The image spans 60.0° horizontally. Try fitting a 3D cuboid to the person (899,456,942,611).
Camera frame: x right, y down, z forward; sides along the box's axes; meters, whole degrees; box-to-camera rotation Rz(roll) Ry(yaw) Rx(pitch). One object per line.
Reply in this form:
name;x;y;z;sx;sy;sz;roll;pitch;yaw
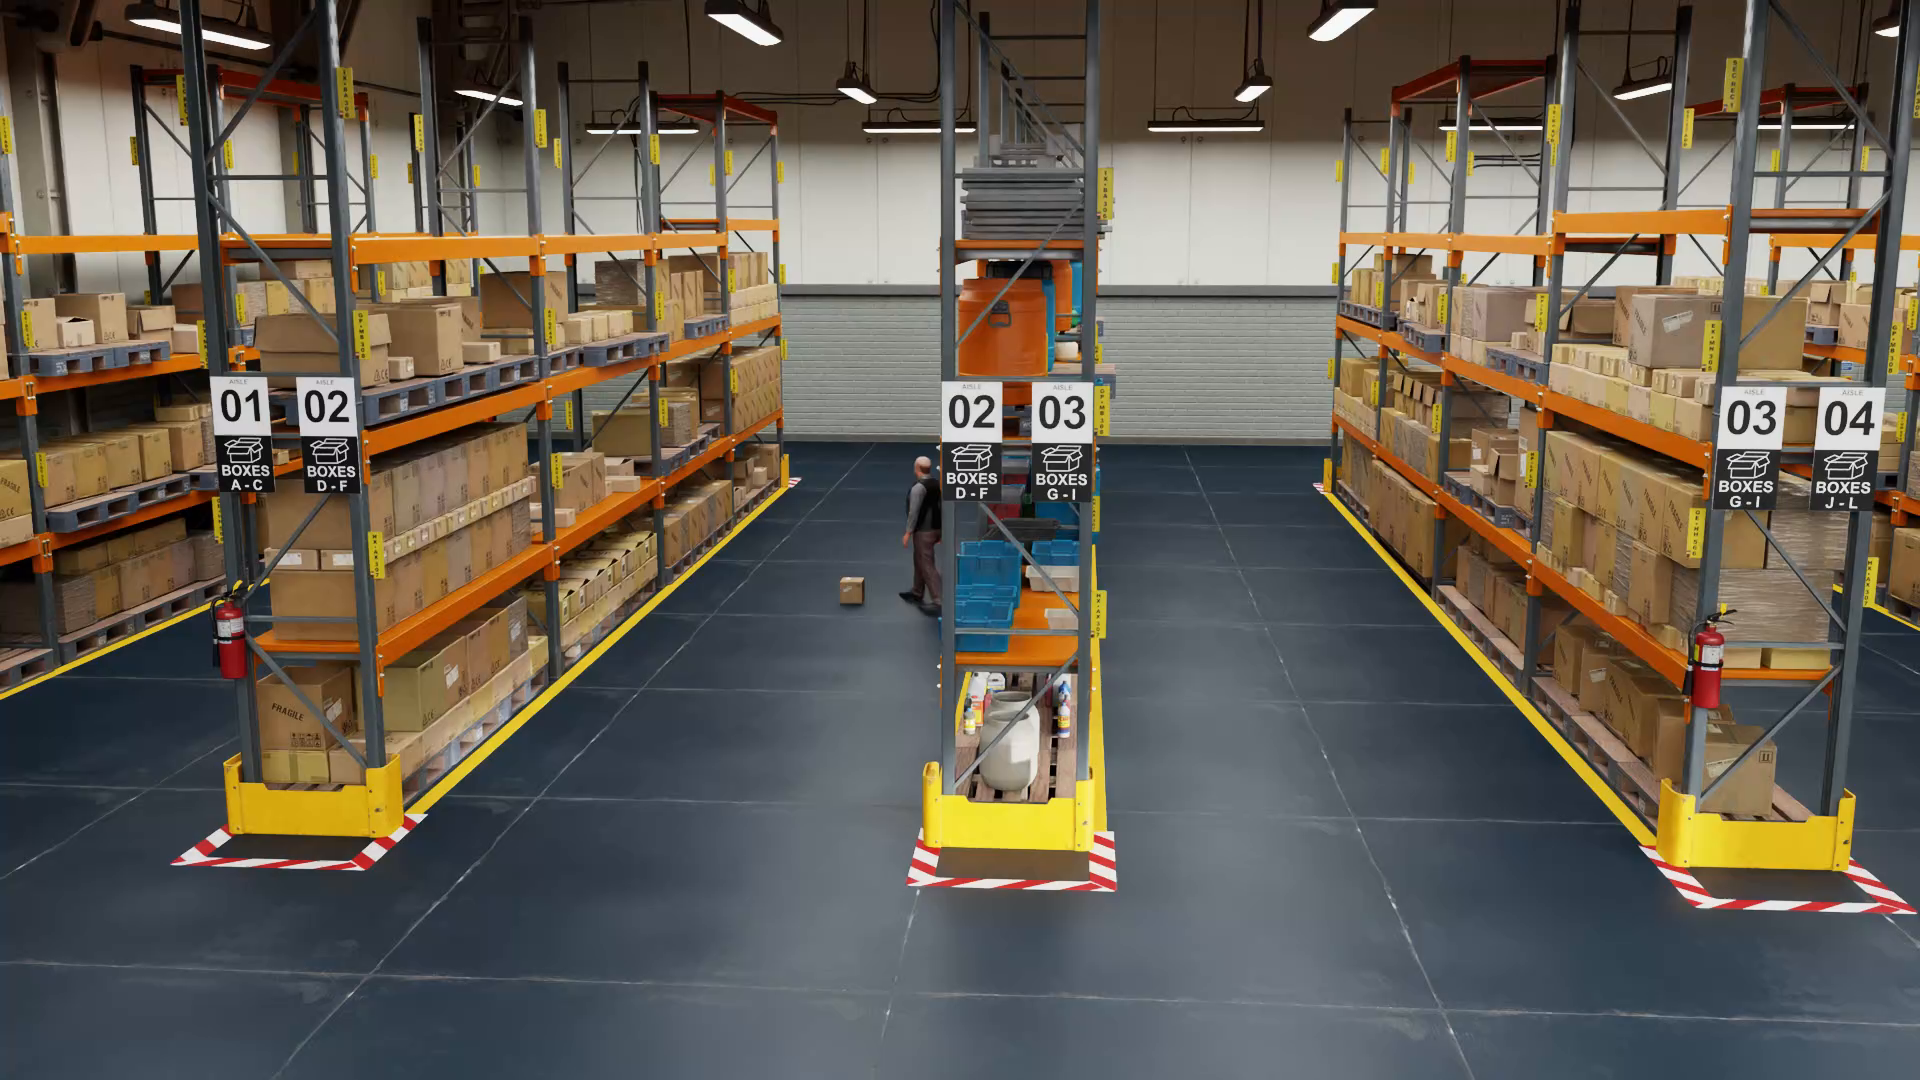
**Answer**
person;-0.427;-0.092;18.506;0.801;1.688;0.654;4;12;22
